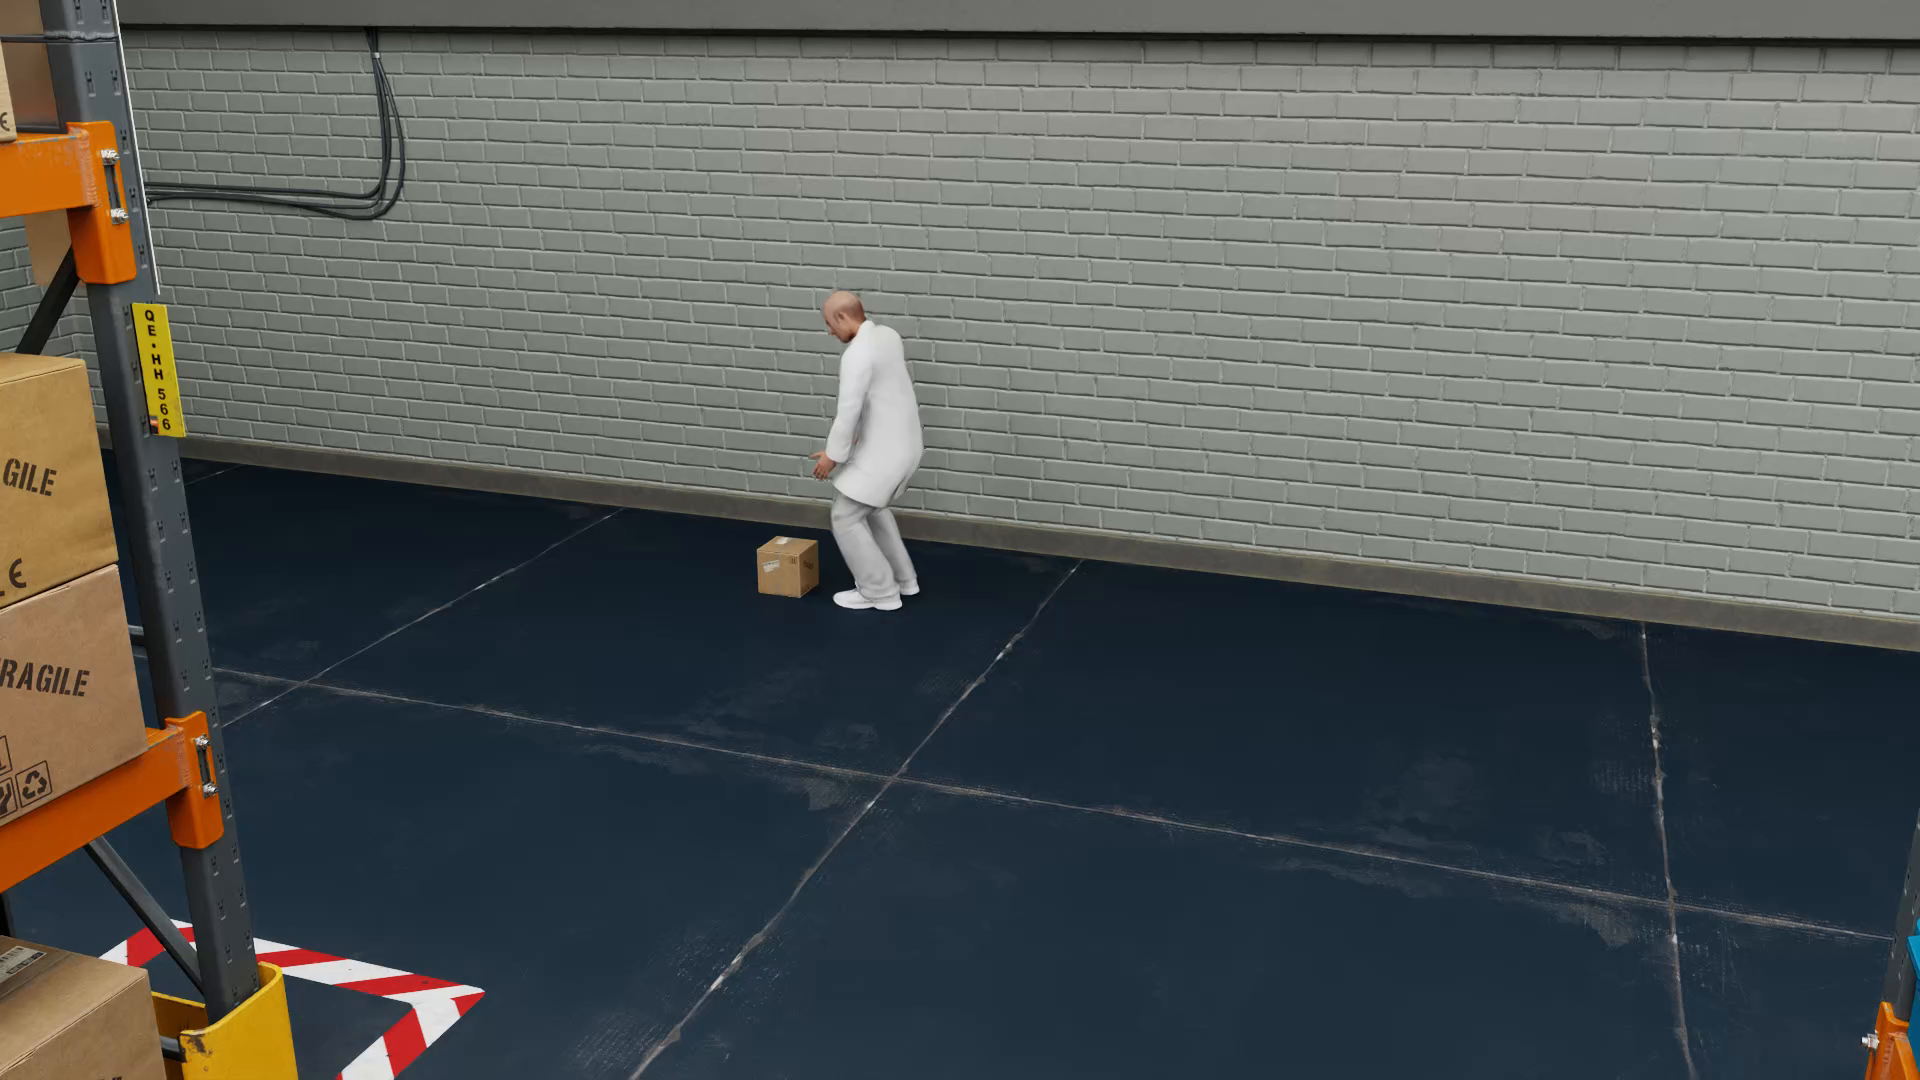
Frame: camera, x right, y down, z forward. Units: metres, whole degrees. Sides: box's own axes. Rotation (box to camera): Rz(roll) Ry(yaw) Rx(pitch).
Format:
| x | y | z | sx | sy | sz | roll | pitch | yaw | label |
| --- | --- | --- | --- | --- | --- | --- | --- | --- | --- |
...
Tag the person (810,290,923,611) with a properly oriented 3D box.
| x | y | z | sx | sy | sz | roll | pitch | yaw | label |
| --- | --- | --- | --- | --- | --- | --- | --- | --- | --- |
| -0.466 | -0.462 | 8.660 | 0.503 | 1.672 | 0.608 | 7 | 20 | 19 | person |
